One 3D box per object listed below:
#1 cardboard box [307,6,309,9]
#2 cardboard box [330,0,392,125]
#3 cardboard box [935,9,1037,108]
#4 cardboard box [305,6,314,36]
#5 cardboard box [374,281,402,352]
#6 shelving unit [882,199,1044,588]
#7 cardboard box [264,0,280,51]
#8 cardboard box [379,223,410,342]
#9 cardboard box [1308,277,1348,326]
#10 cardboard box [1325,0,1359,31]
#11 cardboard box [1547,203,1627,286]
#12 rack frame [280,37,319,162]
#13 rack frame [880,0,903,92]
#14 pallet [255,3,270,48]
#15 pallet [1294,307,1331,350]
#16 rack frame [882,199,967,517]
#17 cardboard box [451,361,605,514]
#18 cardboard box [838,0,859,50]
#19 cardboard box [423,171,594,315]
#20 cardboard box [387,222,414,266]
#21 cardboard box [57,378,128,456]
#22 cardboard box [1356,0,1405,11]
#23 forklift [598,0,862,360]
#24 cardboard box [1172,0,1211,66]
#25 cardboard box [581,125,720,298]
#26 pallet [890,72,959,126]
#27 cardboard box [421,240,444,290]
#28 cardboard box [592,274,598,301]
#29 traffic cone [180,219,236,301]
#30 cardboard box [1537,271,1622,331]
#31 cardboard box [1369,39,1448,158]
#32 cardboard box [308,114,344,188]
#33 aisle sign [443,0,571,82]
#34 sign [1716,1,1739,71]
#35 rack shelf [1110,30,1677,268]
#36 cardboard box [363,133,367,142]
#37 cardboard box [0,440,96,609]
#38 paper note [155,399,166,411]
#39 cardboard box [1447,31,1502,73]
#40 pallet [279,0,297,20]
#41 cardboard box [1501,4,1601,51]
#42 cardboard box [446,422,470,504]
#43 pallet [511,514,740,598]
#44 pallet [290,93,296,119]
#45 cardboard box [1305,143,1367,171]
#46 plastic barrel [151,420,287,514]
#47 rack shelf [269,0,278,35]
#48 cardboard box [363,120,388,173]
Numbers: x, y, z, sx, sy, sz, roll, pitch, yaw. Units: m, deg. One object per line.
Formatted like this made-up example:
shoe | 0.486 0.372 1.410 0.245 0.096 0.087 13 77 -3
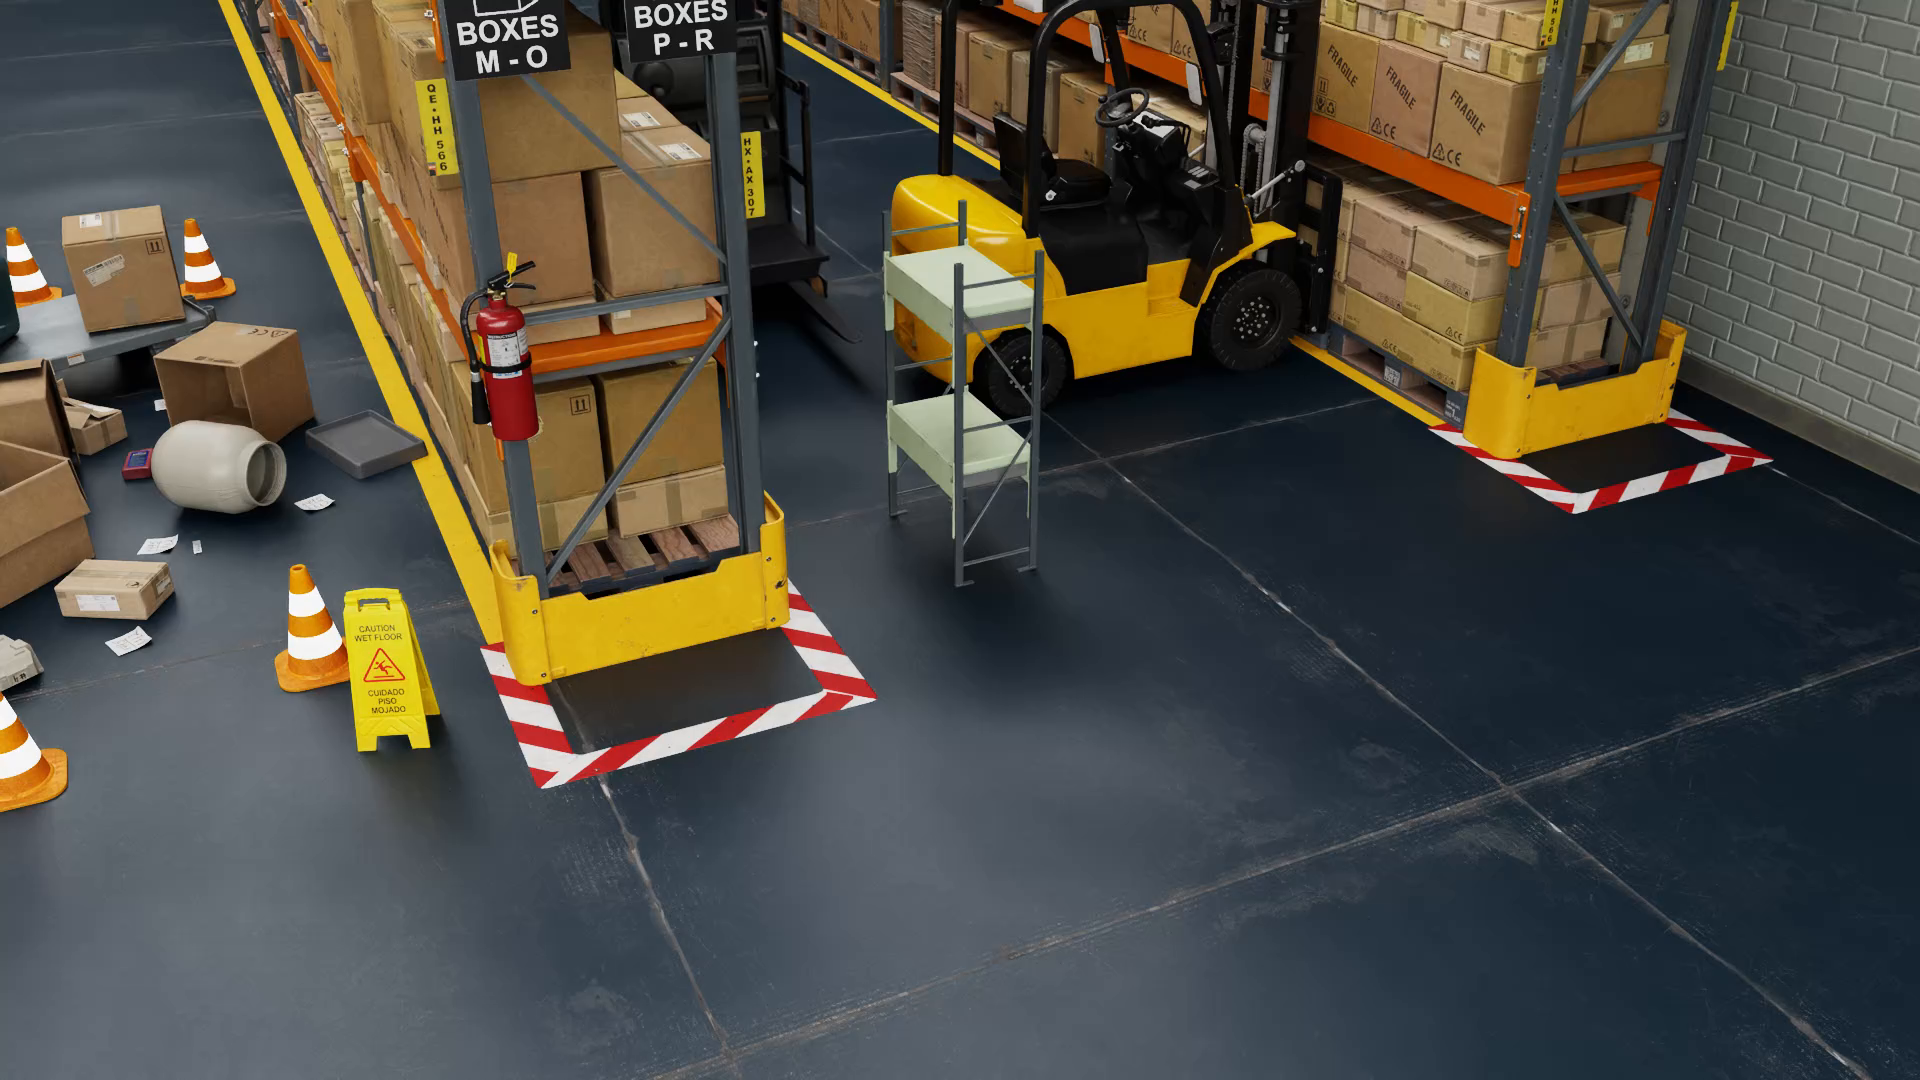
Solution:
cardboard box | -3.831 -3.602 10.271 0.500 0.500 0.500 -12 31 -20
cardboard box | -2.217 -2.093 6.986 0.700 0.500 0.500 -13 32 -23
cardboard box | 0.312 -4.034 13.876 0.875 0.625 0.625 -12 31 -20
cardboard box | -3.818 -3.223 10.258 0.380 0.149 0.250 -13 32 -22
cardboard box | -2.986 -1.308 9.398 0.500 0.250 0.500 -15 32 -24
shelving unit | 0.003 -0.651 7.378 0.431 1.500 0.755 -13 32 -22
cardboard box | -6.091 -5.175 15.654 0.875 0.875 0.875 -12 31 -20
cardboard box | -2.745 -1.401 8.797 0.500 0.500 0.500 -12 31 -20
cardboard box | 2.305 -1.488 9.719 0.500 0.250 0.500 -13 32 -21
cardboard box | 2.229 -2.901 9.091 0.380 0.149 0.250 -13 32 -22
cardboard box | 3.168 -1.590 8.879 0.500 0.250 0.500 -14 32 -23
rack frame | -4.712 -4.408 12.545 1.000 3.000 0.127 -13 32 -22
rack frame | -0.231 -5.452 14.406 1.000 3.000 0.127 -13 32 -22
pallet | -6.685 -5.311 17.006 1.003 0.211 1.213 -13 32 -22
pallet | 2.317 -1.569 10.333 1.003 0.211 1.213 -13 32 -22
rack frame | -0.154 -0.813 7.666 0.400 1.500 0.023 -13 32 -22
cardboard box | -1.858 -0.485 7.163 0.500 0.500 0.500 -13 32 -22
cardboard box | -0.812 -4.910 15.566 0.500 0.500 0.500 -14 32 -23
cardboard box | -1.760 -1.230 6.470 0.500 0.500 0.500 -14 32 -23
cardboard box | -2.646 -1.505 8.320 0.380 0.149 0.250 -11 31 -19
cardboard box | -4.584 -0.638 8.617 0.396 0.266 0.258 13 32 21
cardboard box | 2.337 -2.918 8.818 0.380 0.149 0.250 -12 32 -21
forklift | -1.479 -2.800 9.747 1.130 2.935 3.031 -13 32 -21
cardboard box | 1.679 -3.252 10.380 0.500 0.500 0.500 -13 32 -21
cardboard box | -1.231 -1.315 6.623 0.500 0.500 0.500 -14 32 -23
pallet | 0.087 -3.864 14.425 1.003 0.211 1.213 -13 32 -22
cardboard box | -2.069 -1.199 7.078 0.380 0.149 0.250 -13 32 -21
cardboard box | -1.358 -1.067 6.843 0.380 0.149 0.250 -13 32 -21
traffic cone | -4.792 -1.789 10.467 0.336 0.463 0.334 -13 32 -22
cardboard box | 3.189 -1.372 9.000 0.500 0.250 0.500 -12 32 -21
cardboard box | 2.541 -2.355 8.781 0.500 0.500 0.500 -12 31 -20
cardboard box | -4.155 -2.870 12.058 0.950 0.372 0.625 -14 32 -23
aisle sign | -1.513 -1.920 5.450 0.394 0.787 0.004 -13 32 -22
sign | 3.707 -2.444 8.076 0.100 0.325 0.005 -13 32 -22
rack shelf | 2.345 -2.488 9.856 1.077 0.370 4.000 -13 32 -22
cardboard box | -2.994 -2.225 8.907 0.380 0.149 0.250 -12 31 -21
cardboard box | -4.319 -0.030 7.289 0.637 0.503 0.797 13 32 21
paper note | -4.309 -0.754 9.064 0.148 0.019 0.142 -13 32 -22
cardboard box | 2.665 -2.446 8.280 0.380 0.149 0.250 -13 32 -21
pallet | -4.310 -4.032 12.070 1.213 0.211 1.003 -13 32 -22
cardboard box | 2.859 -2.489 8.052 0.380 0.149 0.250 -13 32 -22
cardboard box | -2.083 -0.389 7.760 0.500 0.250 0.500 -13 32 -22
pallet | -1.628 -0.058 7.638 1.003 0.211 1.213 -13 32 -22
pallet | -4.983 -3.556 13.876 1.003 0.211 1.213 -13 32 -22
cardboard box | 2.063 -2.147 9.871 0.500 0.250 0.500 -14 32 -23
plastic barrel | -3.532 -0.345 7.933 0.512 0.421 0.421 7 30 13
rack shelf | -5.571 -4.978 14.296 1.077 0.370 4.000 -13 32 -22
cardboard box | -2.618 -2.121 8.059 0.500 0.500 0.500 -13 32 -22
